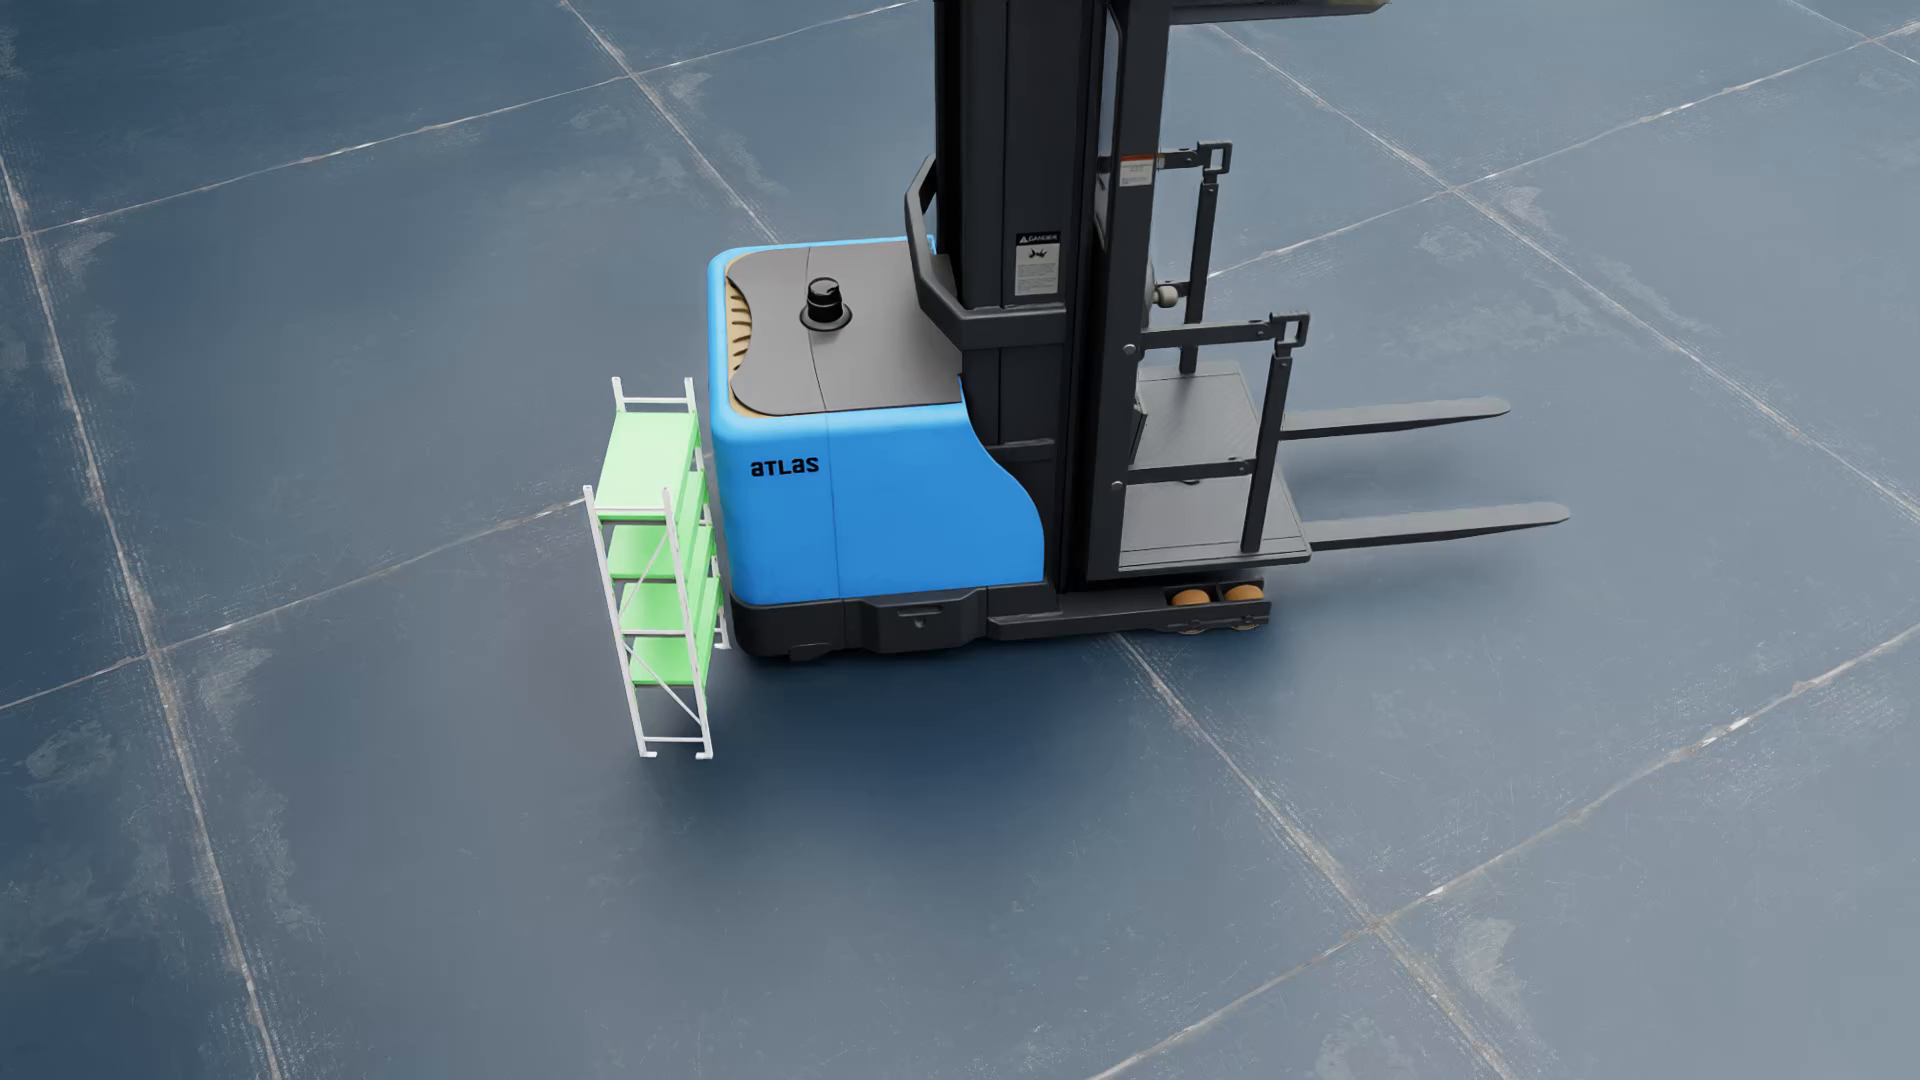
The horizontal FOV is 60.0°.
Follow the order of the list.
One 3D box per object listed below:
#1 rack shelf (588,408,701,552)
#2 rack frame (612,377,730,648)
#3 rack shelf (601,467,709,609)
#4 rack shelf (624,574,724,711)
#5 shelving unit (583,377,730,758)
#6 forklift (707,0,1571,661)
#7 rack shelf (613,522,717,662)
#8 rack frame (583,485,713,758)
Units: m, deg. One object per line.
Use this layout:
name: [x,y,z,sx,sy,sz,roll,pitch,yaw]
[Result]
rack shelf: [-0.936,-0.185,4.982,0.258,0.148,0.480,1,44,1]
rack frame: [-0.932,-0.057,5.447,0.240,1.200,0.015,1,44,1]
rack shelf: [-0.936,-0.013,5.149,0.258,0.148,0.480,1,44,1]
rack shelf: [-0.936,0.331,5.483,0.258,0.148,0.480,1,44,1]
shelving unit: [-0.936,0.113,5.272,0.258,1.200,0.503,1,44,1]
forklift: [0.671,-1.080,5.258,3.031,2.935,1.130,-5,44,-5]
rack shelf: [-0.936,0.159,5.316,0.258,0.148,0.480,1,44,1]
rack frame: [-0.940,0.283,5.097,0.240,1.200,0.015,1,44,1]
